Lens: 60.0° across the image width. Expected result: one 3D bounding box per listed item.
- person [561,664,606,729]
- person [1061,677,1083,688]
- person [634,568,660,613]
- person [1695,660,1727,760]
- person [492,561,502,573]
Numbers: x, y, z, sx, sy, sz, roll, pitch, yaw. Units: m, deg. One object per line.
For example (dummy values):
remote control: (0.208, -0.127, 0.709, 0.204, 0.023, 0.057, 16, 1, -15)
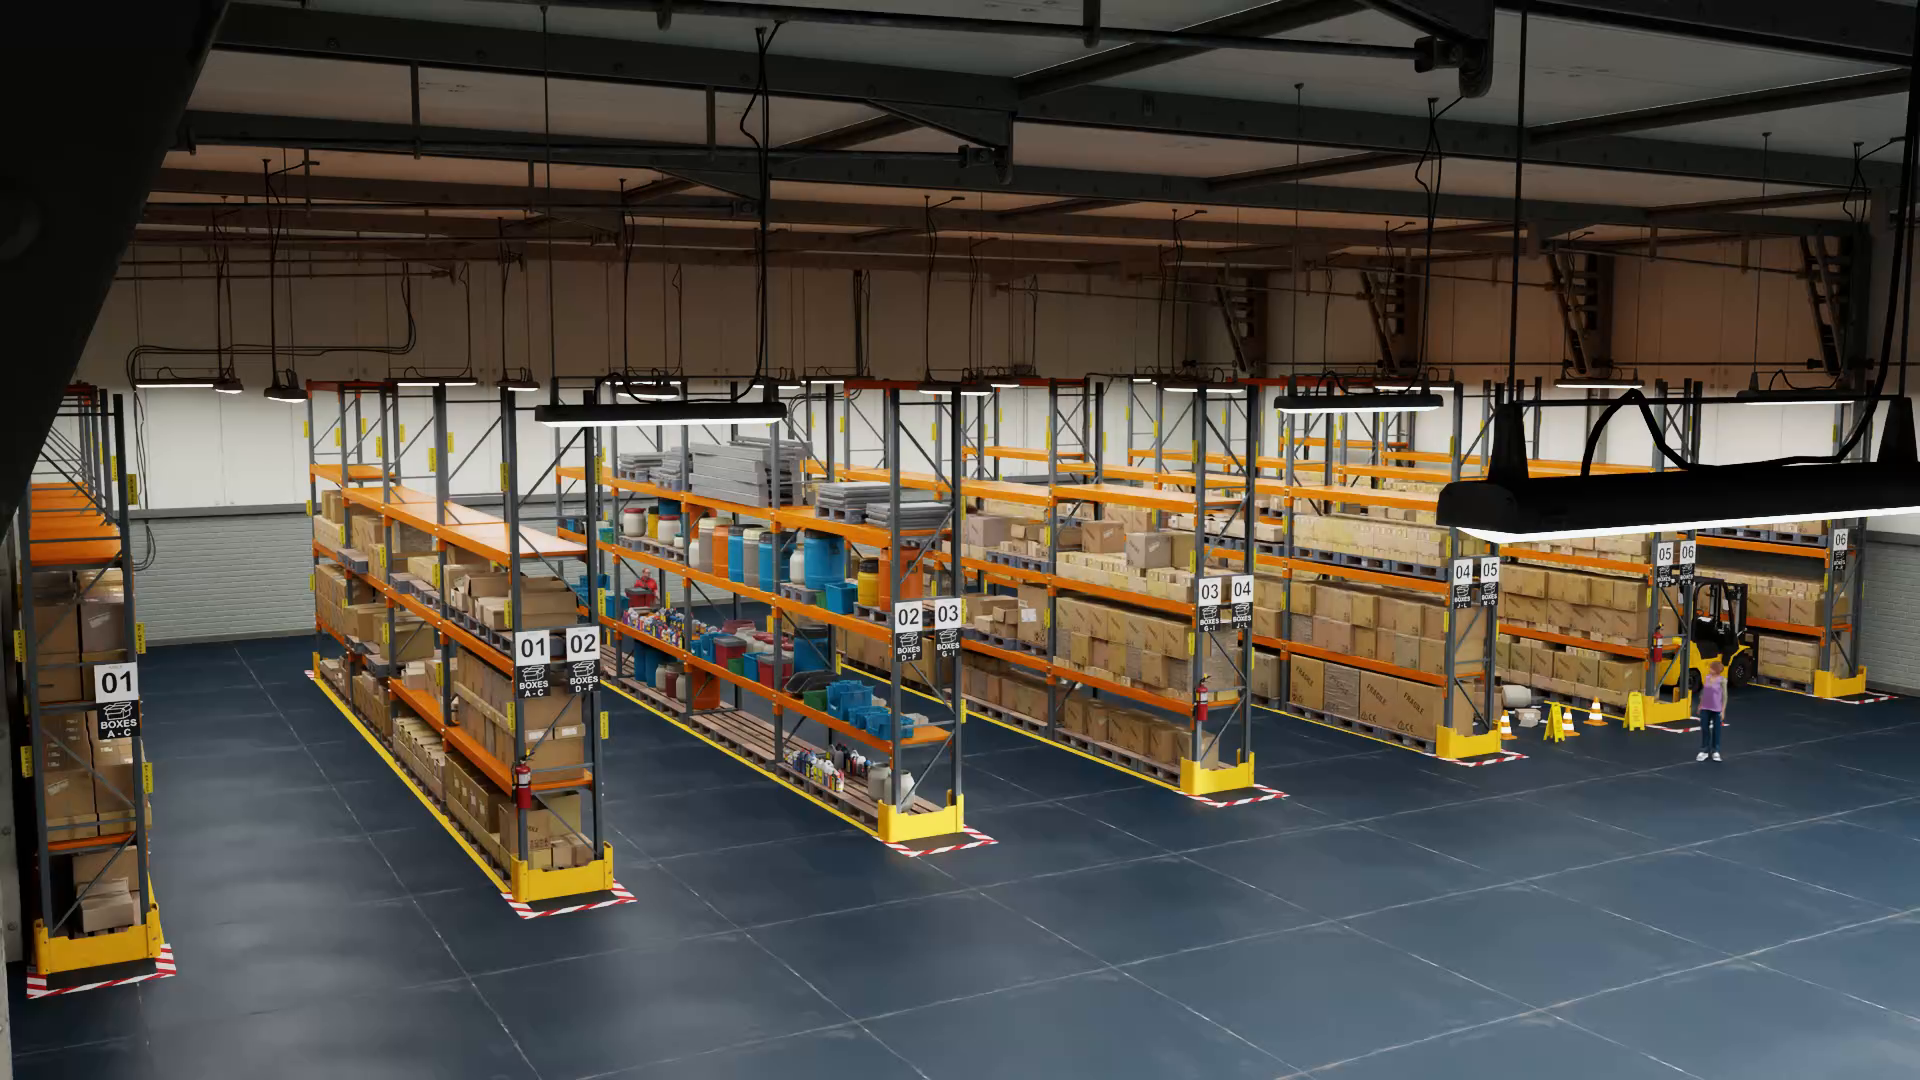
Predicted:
person: (-6.653, 2.395, 29.254, 0.746, 1.702, 0.992, -3, 7, -29)
person: (2.058, 1.851, 30.988, 0.620, 1.783, 0.415, 5, 8, 39)
person: (-7.080, 1.471, 37.798, 0.573, 1.667, 1.067, -5, 8, -41)
person: (11.994, 2.720, 26.524, 0.451, 1.625, 0.358, 5, 8, 40)
person: (-10.666, 1.346, 38.525, 0.472, 1.758, 0.633, -2, 6, -19)
